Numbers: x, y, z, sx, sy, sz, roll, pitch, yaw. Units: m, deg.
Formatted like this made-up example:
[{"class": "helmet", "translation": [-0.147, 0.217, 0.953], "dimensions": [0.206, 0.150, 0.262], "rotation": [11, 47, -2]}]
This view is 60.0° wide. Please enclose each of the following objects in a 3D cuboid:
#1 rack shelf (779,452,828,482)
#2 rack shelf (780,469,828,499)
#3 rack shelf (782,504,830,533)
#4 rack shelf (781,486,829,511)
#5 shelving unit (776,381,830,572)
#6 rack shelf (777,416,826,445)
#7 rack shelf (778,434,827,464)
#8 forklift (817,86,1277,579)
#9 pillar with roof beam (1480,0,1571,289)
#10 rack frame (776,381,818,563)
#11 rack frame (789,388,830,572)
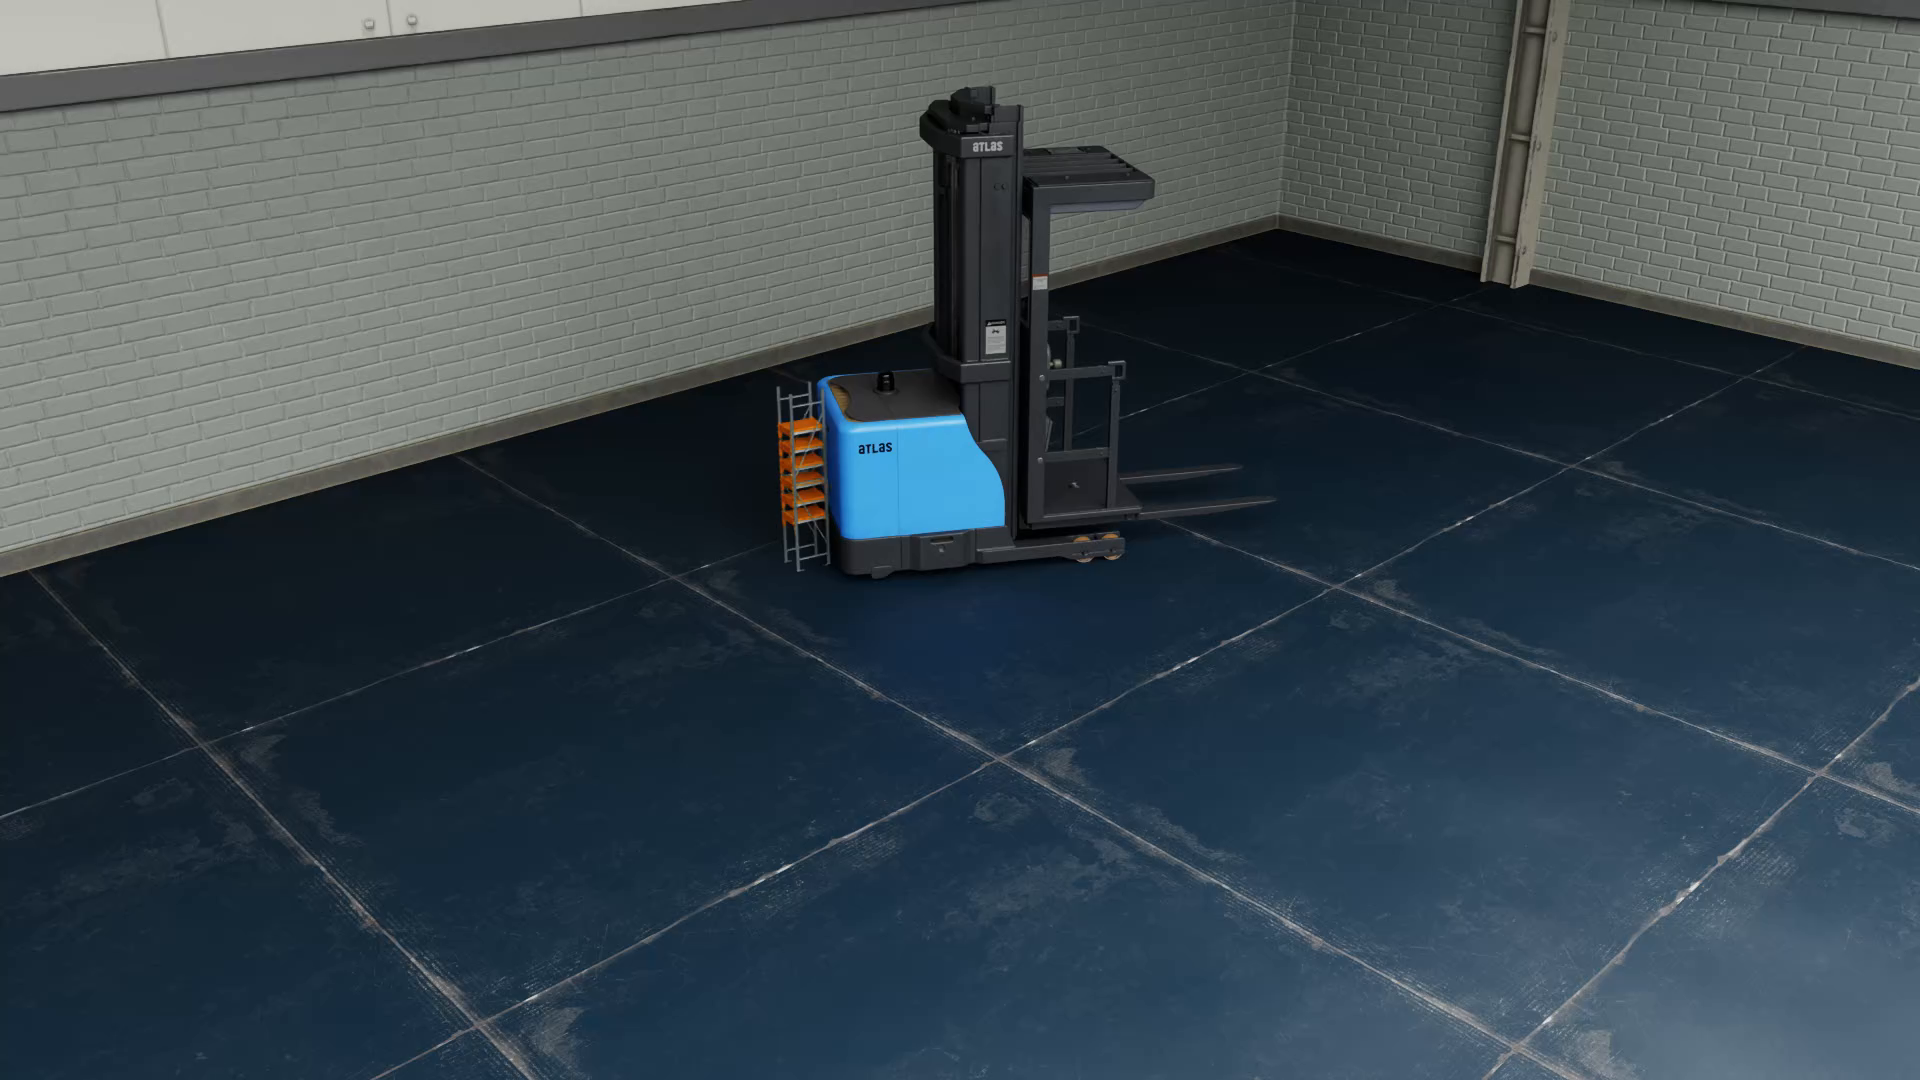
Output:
[{"class": "rack shelf", "translation": [-1.002, -0.471, 10.642], "dimensions": [0.258, 0.103, 0.180], "rotation": [-13, 26, -28]}, {"class": "rack shelf", "translation": [-1.002, -0.360, 10.688], "dimensions": [0.258, 0.103, 0.180], "rotation": [-13, 26, -28]}, {"class": "rack shelf", "translation": [-1.001, -0.138, 10.780], "dimensions": [0.258, 0.103, 0.180], "rotation": [-13, 26, -28]}, {"class": "rack shelf", "translation": [-1.001, -0.249, 10.734], "dimensions": [0.258, 0.103, 0.180], "rotation": [-13, 26, -28]}, {"class": "shelving unit", "translation": [-1.002, -0.401, 10.671], "dimensions": [0.258, 1.200, 0.189], "rotation": [-13, 26, -28]}, {"class": "rack shelf", "translation": [-1.003, -0.693, 10.551], "dimensions": [0.258, 0.103, 0.180], "rotation": [-13, 26, -28]}, {"class": "rack shelf", "translation": [-1.003, -0.582, 10.597], "dimensions": [0.258, 0.103, 0.180], "rotation": [-13, 26, -28]}, {"class": "forklift", "translation": [0.610, -1.393, 10.773], "dimensions": [3.031, 2.935, 1.130], "rotation": [-6, 25, -12]}, {"class": "pillar with roof beam", "translation": [2.442, -5.519, 12.505], "dimensions": [9.100, 9.000, 0.400], "rotation": [-21, 32, -38]}, {"class": "rack frame", "translation": [-1.049, -0.431, 10.744], "dimensions": [0.240, 1.200, 0.006], "rotation": [-13, 26, -28]}, {"class": "rack frame", "translation": [-0.955, -0.371, 10.599], "dimensions": [0.240, 1.200, 0.006], "rotation": [-13, 26, -28]}]
